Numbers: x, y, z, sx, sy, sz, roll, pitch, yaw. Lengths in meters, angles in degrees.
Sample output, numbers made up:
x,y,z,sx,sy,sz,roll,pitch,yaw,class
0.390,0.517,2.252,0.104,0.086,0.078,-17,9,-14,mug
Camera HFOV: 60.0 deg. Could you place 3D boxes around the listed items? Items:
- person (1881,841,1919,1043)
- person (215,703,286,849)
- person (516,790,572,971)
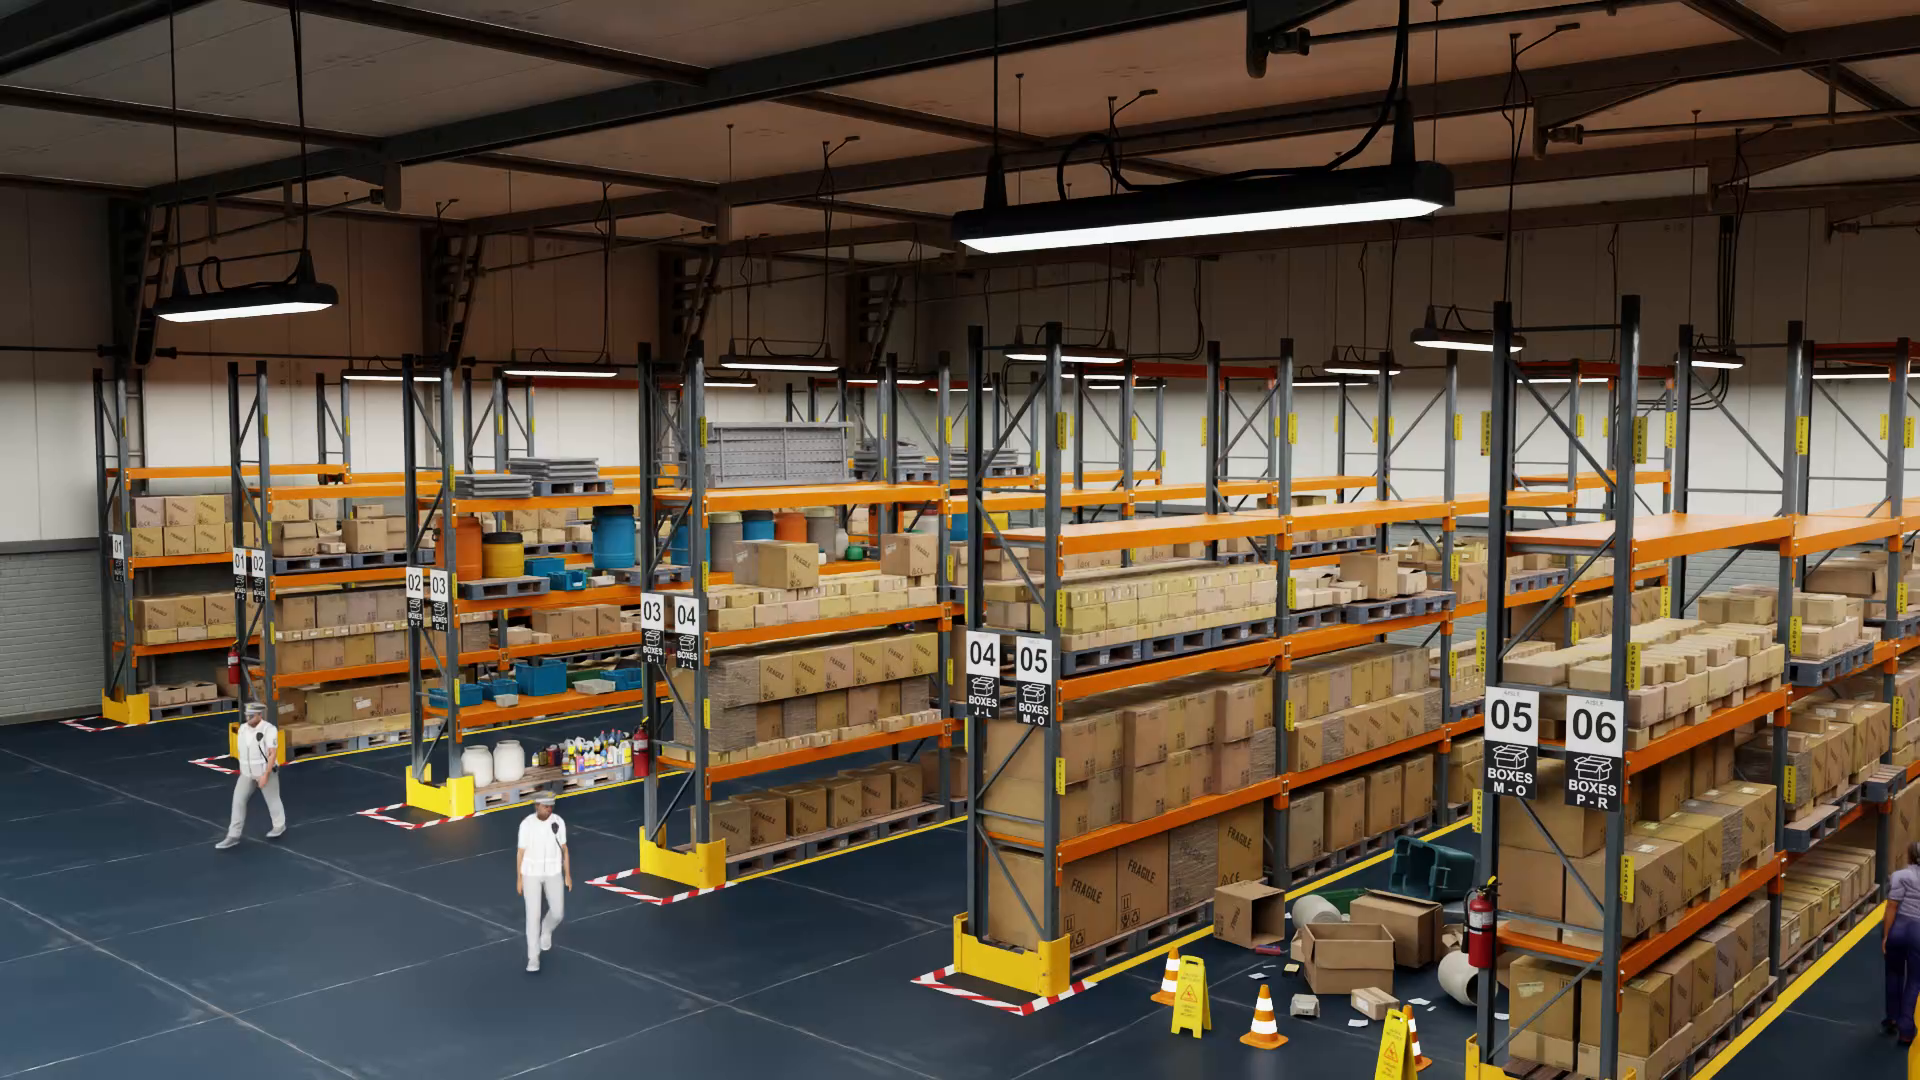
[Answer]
x,y,z,sx,sy,sz,roll,pitch,yaw,class
7.929,3.358,13.850,0.496,1.695,0.606,3,5,38,person
-8.536,2.808,20.103,0.565,1.701,0.984,0,4,4,person
-3.968,3.171,15.805,0.495,1.658,0.717,-2,5,-25,person
